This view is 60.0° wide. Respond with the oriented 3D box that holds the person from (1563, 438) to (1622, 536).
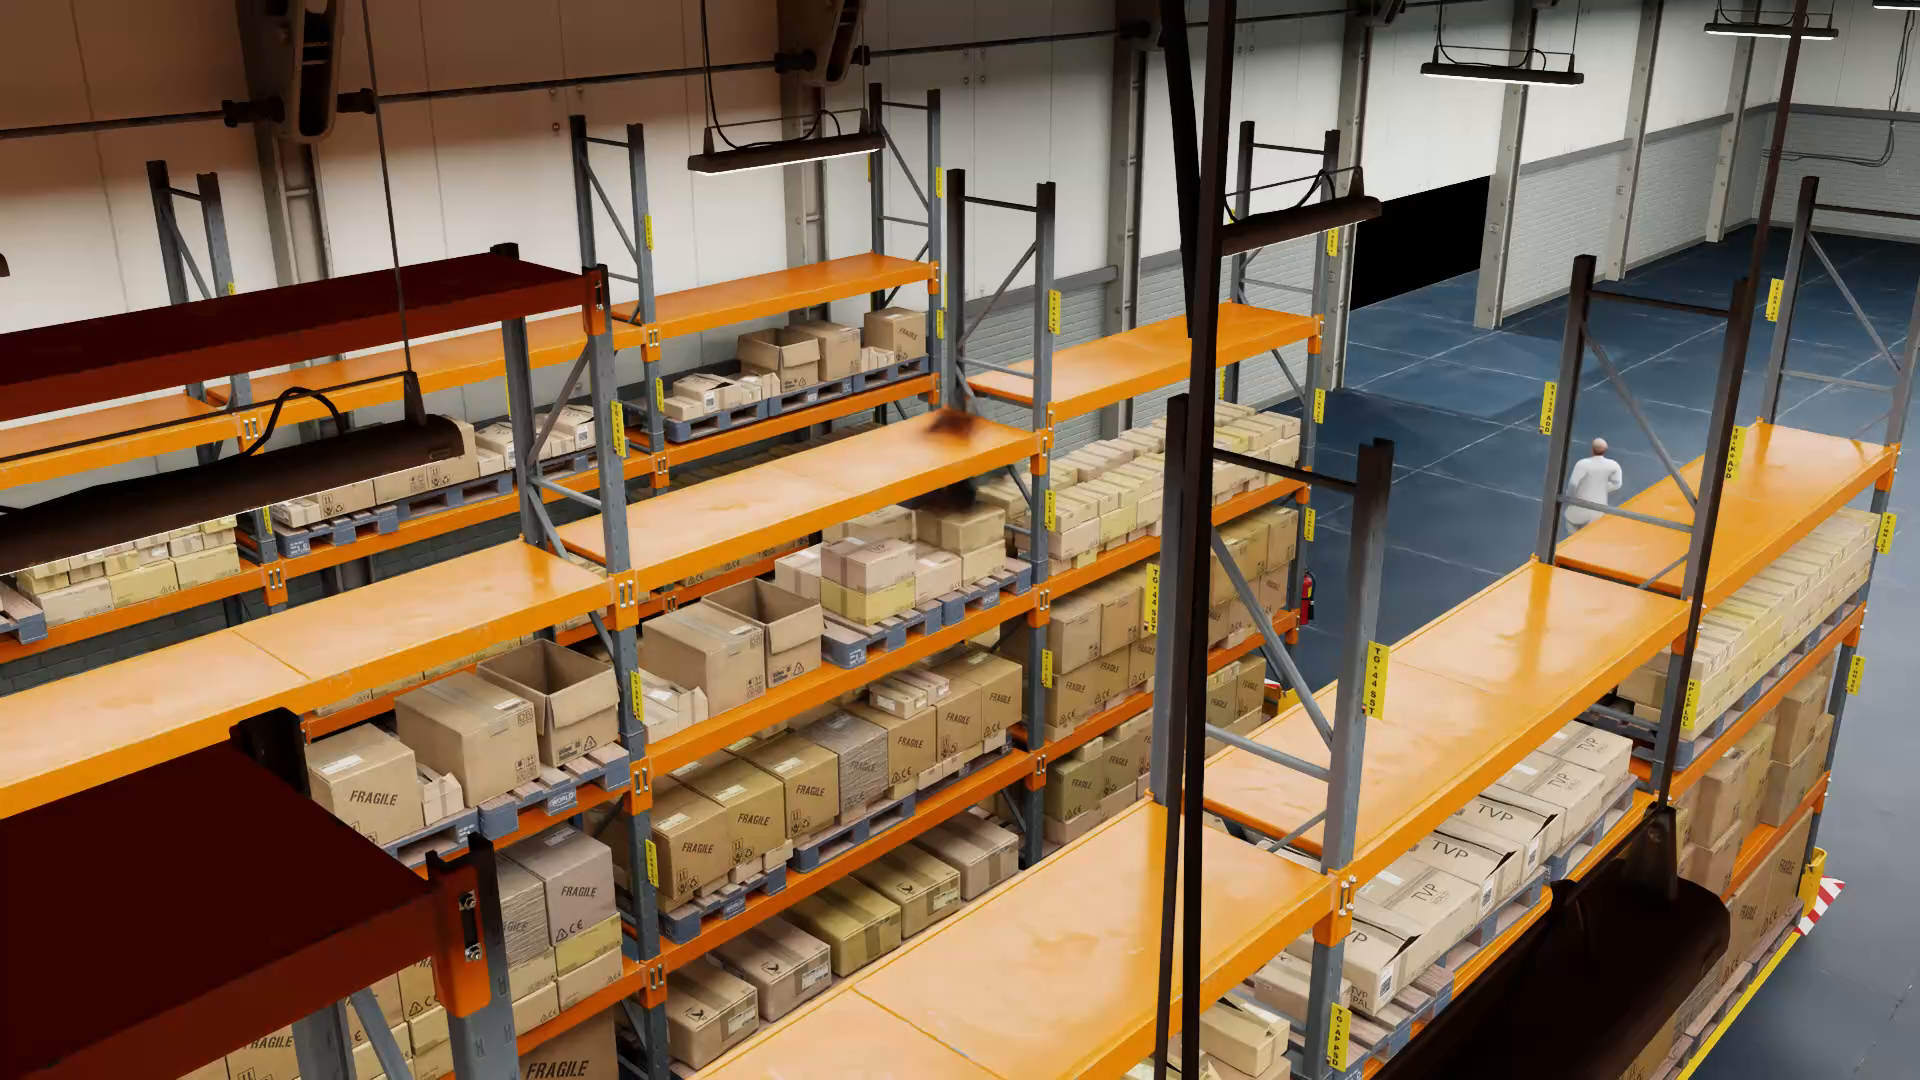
[{"bbox_3d":[7.862,-0.454,20.809,0.707,1.736,0.633,0,21,0],"label":"person"}]
